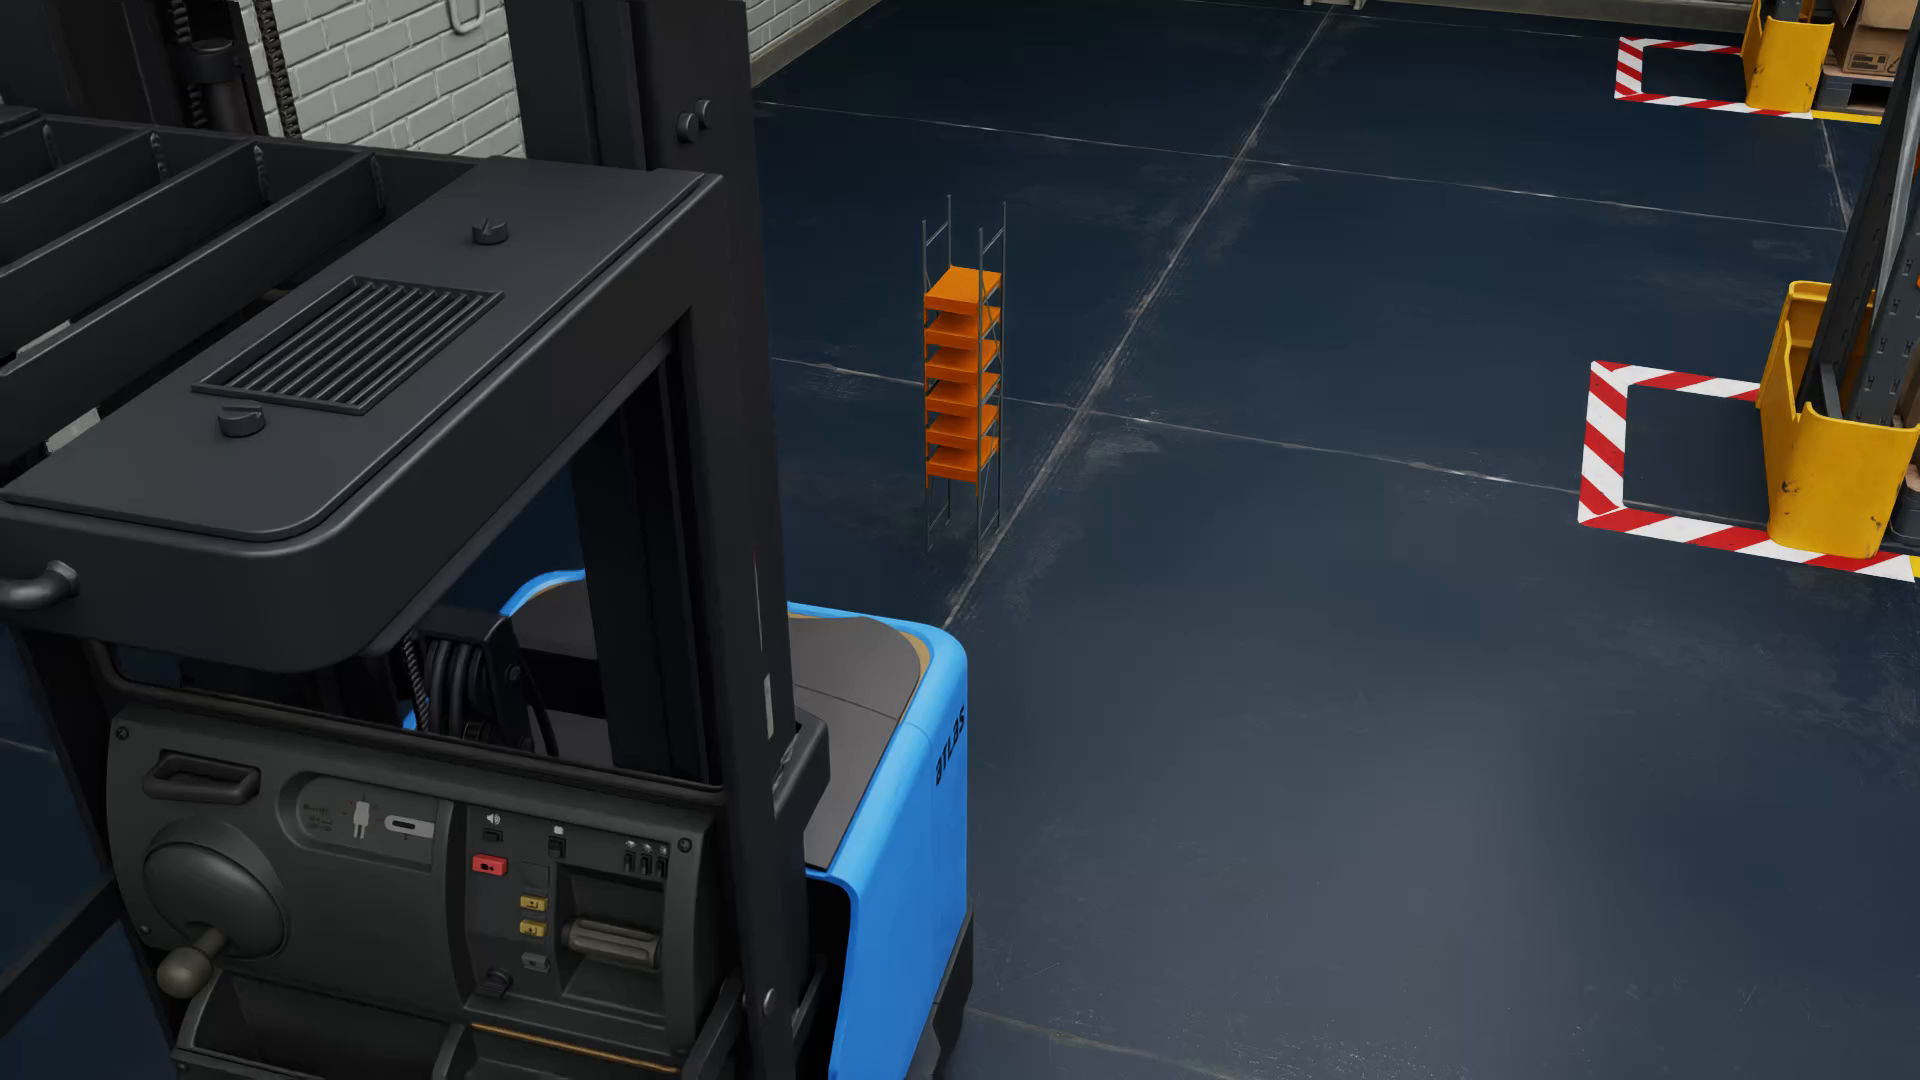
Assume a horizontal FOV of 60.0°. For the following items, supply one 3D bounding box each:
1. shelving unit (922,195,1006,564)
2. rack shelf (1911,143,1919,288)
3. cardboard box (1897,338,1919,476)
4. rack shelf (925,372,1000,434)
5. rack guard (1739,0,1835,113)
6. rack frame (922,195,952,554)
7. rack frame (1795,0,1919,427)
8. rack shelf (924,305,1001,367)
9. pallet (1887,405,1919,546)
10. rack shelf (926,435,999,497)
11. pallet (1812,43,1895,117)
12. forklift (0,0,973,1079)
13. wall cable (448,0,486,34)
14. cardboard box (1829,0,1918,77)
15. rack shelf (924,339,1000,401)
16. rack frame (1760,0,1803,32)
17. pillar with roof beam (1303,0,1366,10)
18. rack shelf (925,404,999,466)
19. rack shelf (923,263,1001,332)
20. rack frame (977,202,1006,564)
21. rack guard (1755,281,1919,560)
[{"bbox_3d":[0.014,-0.501,5.420,0.189,1.200,0.258,11,34,16],"label":"shelving unit"},{"bbox_3d":[5.050,-0.840,4.949,4.000,0.370,1.077,11,34,16],"label":"rack shelf"},{"bbox_3d":[3.822,-0.538,5.793,0.875,0.438,0.875,10,34,15],"label":"cardboard box"},{"bbox_3d":[0.014,-0.464,5.445,0.180,0.103,0.258,11,34,16],"label":"rack shelf"},{"bbox_3d":[4.910,-2.979,9.903,0.348,0.500,1.175,11,34,16],"label":"rack guard"},{"bbox_3d":[-0.073,-0.518,5.446,0.006,1.200,0.240,11,34,16],"label":"rack frame"},{"bbox_3d":[3.167,-1.508,5.320,0.127,3.000,1.000,11,34,16],"label":"rack frame"},{"bbox_3d":[0.014,-0.666,5.314,0.180,0.103,0.258,11,34,16],"label":"rack shelf"},{"bbox_3d":[3.946,-0.230,5.912,1.213,0.211,1.003,11,34,16],"label":"pallet"},{"bbox_3d":[0.014,-0.262,5.575,0.180,0.103,0.258,11,34,16],"label":"rack shelf"},{"bbox_3d":[5.661,-2.712,9.757,1.213,0.211,1.003,11,34,16],"label":"pallet"},{"bbox_3d":[-0.853,0.557,2.185,1.130,2.935,3.031,8,34,13],"label":"forklift"},{"bbox_3d":[-2.149,-2.968,6.616,0.123,1.953,0.585,11,34,16],"label":"wall cable"},{"bbox_3d":[5.382,-3.011,9.562,0.637,0.503,0.797,10,34,15],"label":"cardboard box"},{"bbox_3d":[0.014,-0.565,5.379,0.180,0.103,0.258,11,34,16],"label":"rack shelf"},{"bbox_3d":[4.838,-4.043,9.247,0.127,3.000,1.000,11,34,16],"label":"rack frame"},{"bbox_3d":[1.152,-5.319,5.692,0.400,9.000,9.100,11,34,16],"label":"pillar with roof beam"},{"bbox_3d":[0.014,-0.363,5.510,0.180,0.103,0.258,11,34,16],"label":"rack shelf"},{"bbox_3d":[0.014,-0.767,5.249,0.180,0.103,0.258,11,34,16],"label":"rack shelf"},{"bbox_3d":[0.100,-0.485,5.395,0.006,1.200,0.240,11,34,16],"label":"rack frame"},{"bbox_3d":[3.145,-0.462,6.005,0.348,0.500,1.175,11,34,16],"label":"rack guard"}]
